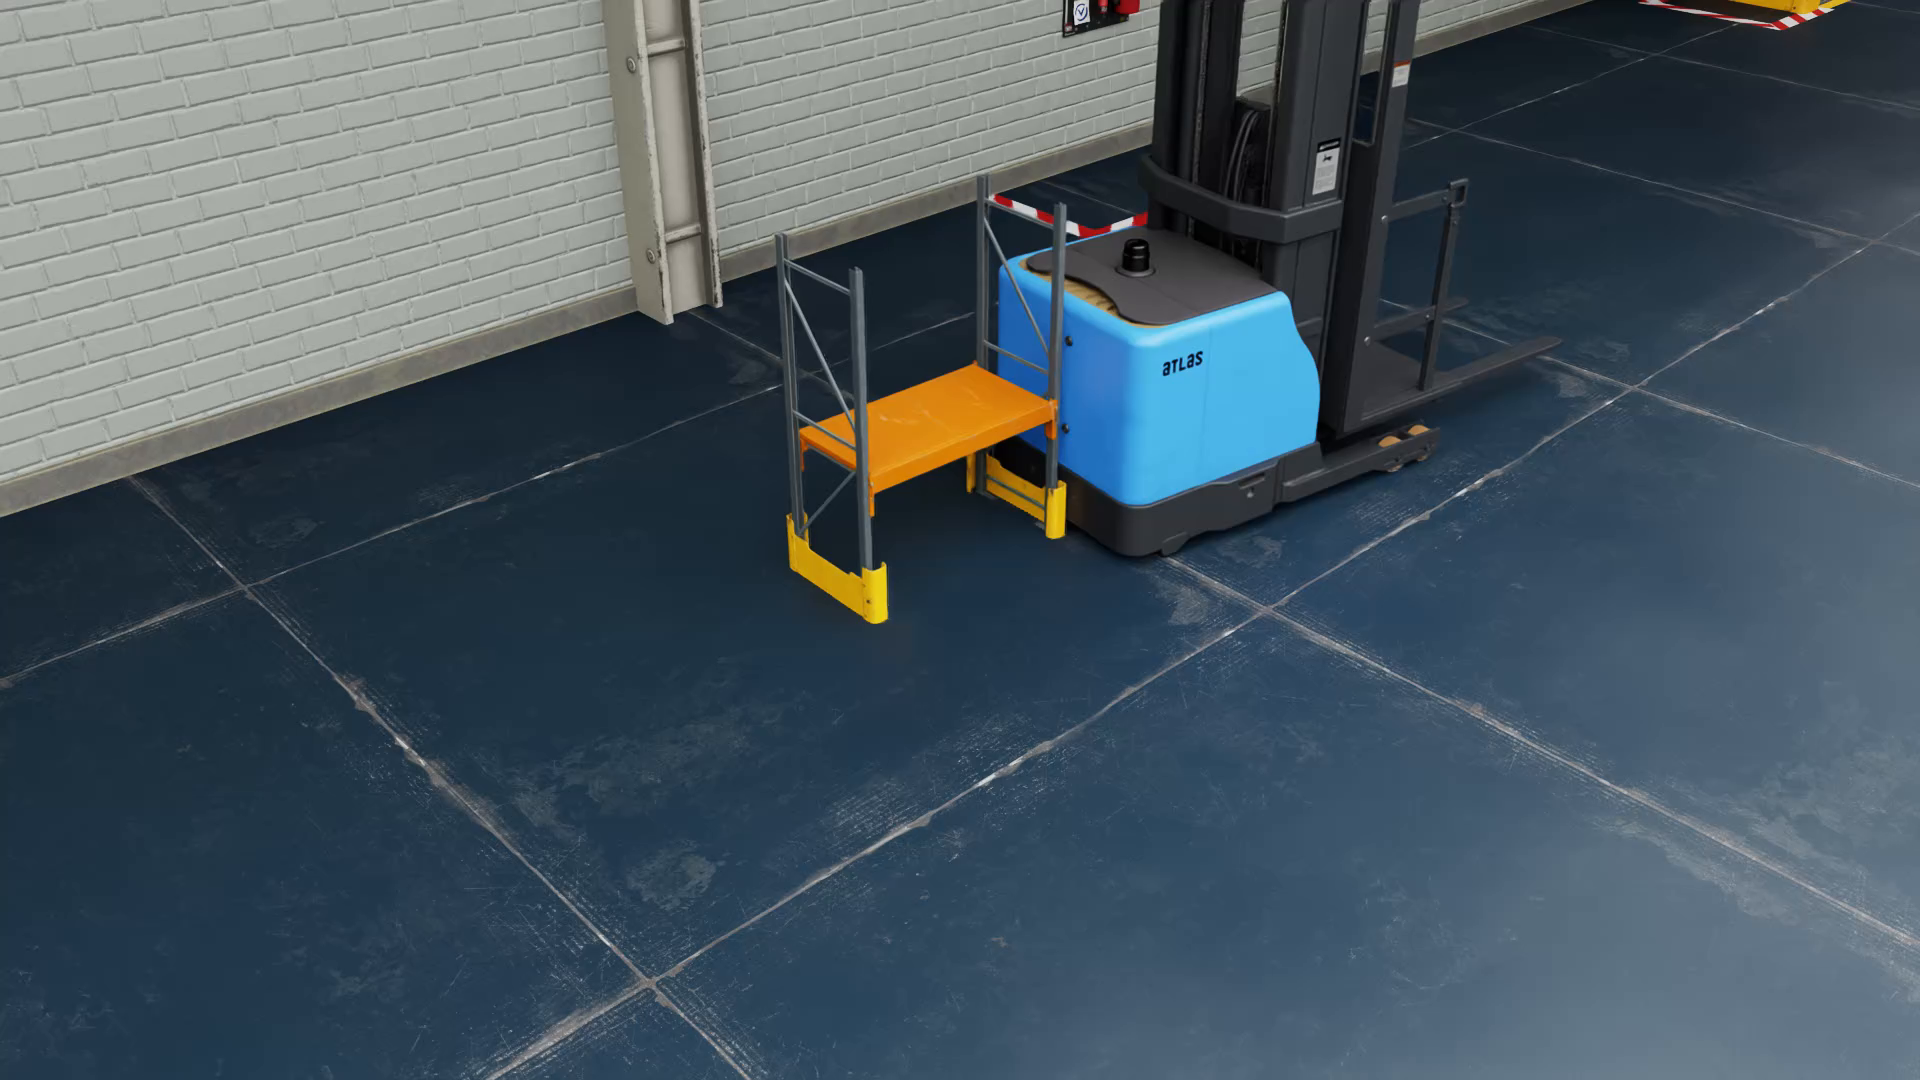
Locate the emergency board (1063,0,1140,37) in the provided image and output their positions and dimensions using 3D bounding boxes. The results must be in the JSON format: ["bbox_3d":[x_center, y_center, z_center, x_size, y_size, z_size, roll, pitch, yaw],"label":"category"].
[{"bbox_3d":[0.974,-3.865,10.695,0.643,1.169,0.194,-26,40,-35],"label":"emergency board"}]

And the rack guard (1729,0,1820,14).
[{"bbox_3d":[7.343,-5.236,15.334,0.348,0.500,1.175,-26,40,-35],"label":"rack guard"}]

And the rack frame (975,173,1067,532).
[{"bbox_3d":[0.245,-0.767,7.066,0.032,1.500,0.500,-24,39,-34],"label":"rack frame"}]

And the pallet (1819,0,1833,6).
[{"bbox_3d":[7.963,-5.388,15.858,1.213,0.211,1.003,-26,40,-35],"label":"pallet"}]

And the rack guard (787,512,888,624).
[{"bbox_3d":[-0.508,0.108,6.834,0.087,0.250,0.587,-24,39,-34],"label":"rack guard"}]

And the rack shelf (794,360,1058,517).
[{"bbox_3d":[-0.138,-0.439,6.876,1.000,0.185,0.538,-24,39,-34],"label":"rack shelf"}]

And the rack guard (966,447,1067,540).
[{"bbox_3d":[0.245,-0.233,7.391,0.087,0.250,0.587,-24,39,-34],"label":"rack guard"}]

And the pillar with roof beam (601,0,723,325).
[{"bbox_3d":[1.340,-3.511,4.366,0.400,9.000,9.100,-26,40,-35],"label":"pillar with roof beam"}]

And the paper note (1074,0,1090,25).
[{"bbox_3d":[0.798,-3.452,10.865,0.142,0.148,0.016,-26,40,-35],"label":"paper note"}]

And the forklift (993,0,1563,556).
[{"bbox_3d":[1.652,-1.773,7.340,3.031,2.935,1.130,-20,37,-29],"label":"forklift"}]

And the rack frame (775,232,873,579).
[{"bbox_3d":[-0.522,-0.419,6.497,0.032,1.500,0.500,-24,39,-34],"label":"rack frame"}]

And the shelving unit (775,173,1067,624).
[{"bbox_3d":[-0.132,-0.596,6.787,1.083,1.500,0.587,-24,39,-34],"label":"shelving unit"}]
